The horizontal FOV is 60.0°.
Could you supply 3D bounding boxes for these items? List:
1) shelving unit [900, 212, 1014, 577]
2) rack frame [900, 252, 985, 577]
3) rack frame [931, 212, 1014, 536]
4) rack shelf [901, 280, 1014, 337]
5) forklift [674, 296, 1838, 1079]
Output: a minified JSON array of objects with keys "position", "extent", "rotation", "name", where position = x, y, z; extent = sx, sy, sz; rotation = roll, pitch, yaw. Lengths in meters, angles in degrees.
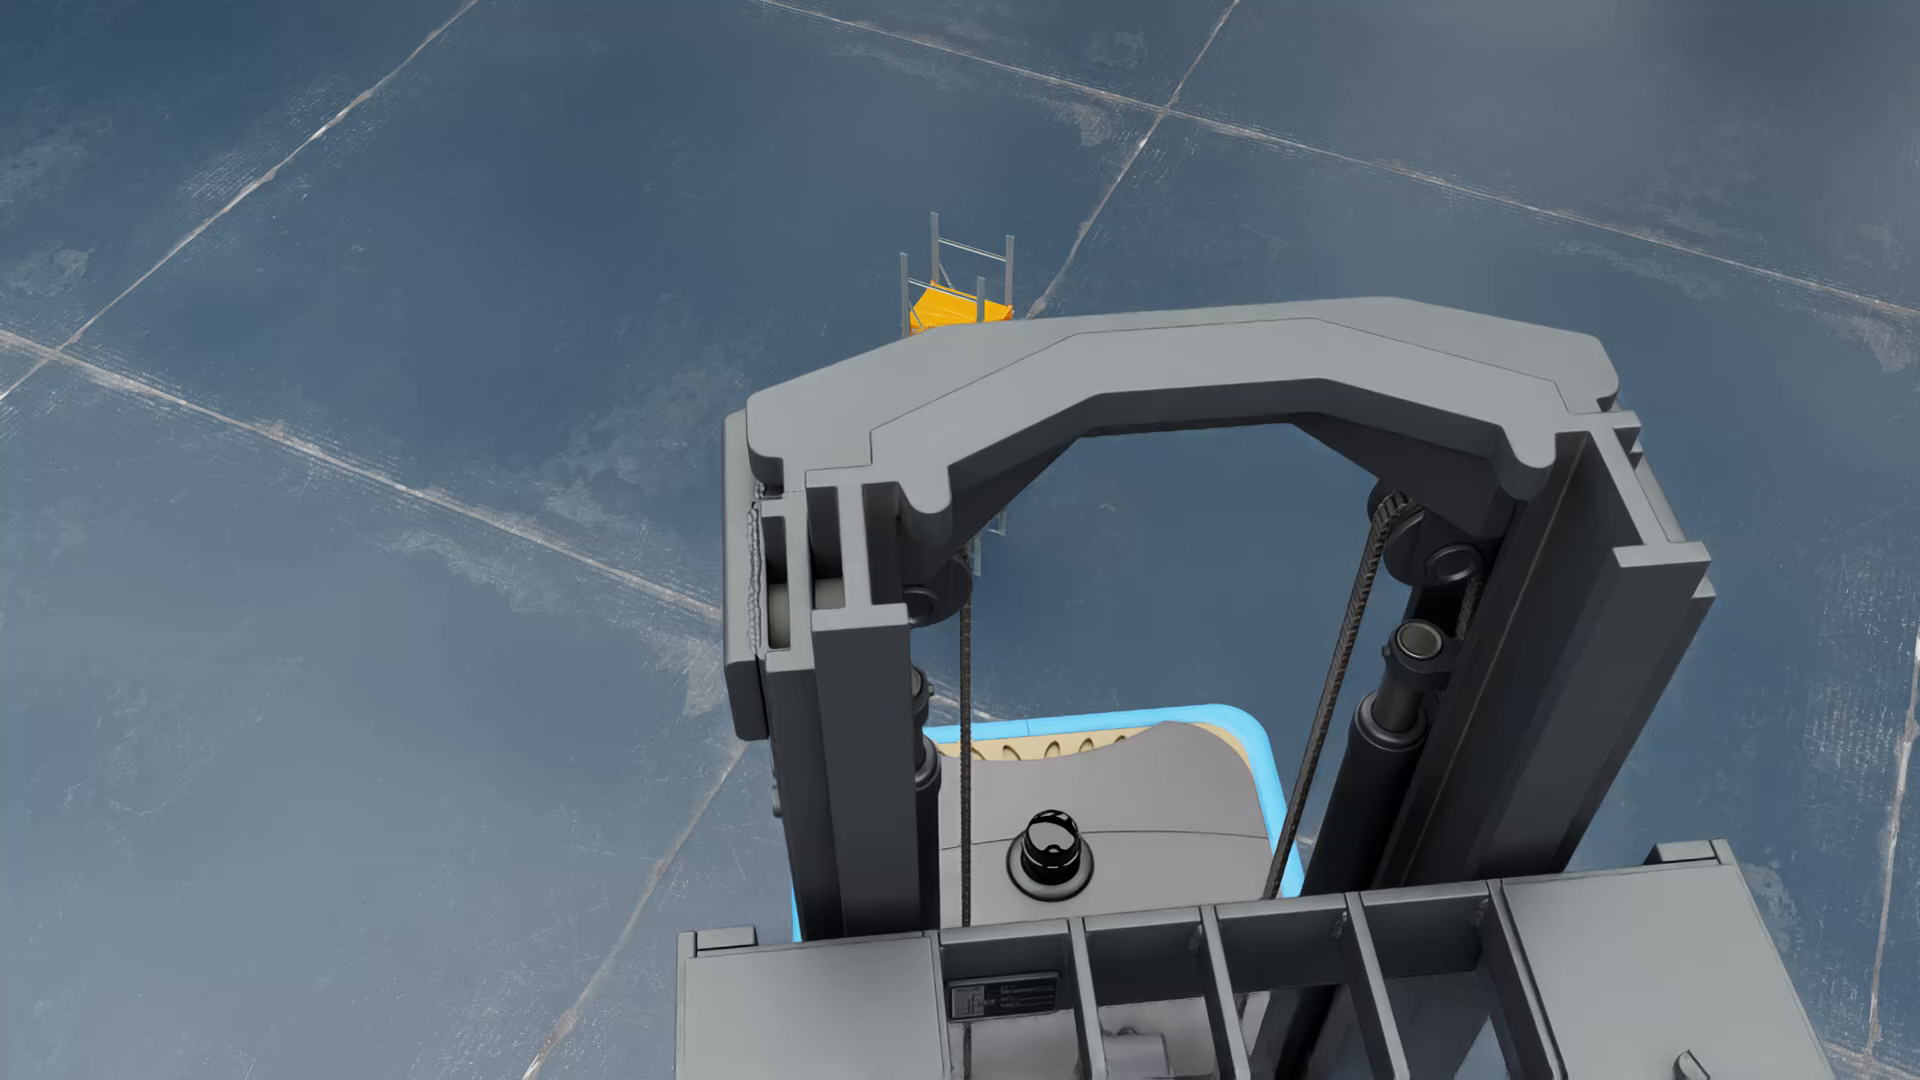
[{"position":[-0.006,-0.379,4.785],"extent":[0.258,1.200,0.189],"rotation":[20,52,16],"name":"shelving unit"},{"position":[-0.045,-0.316,4.731],"extent":[0.240,1.200,0.006],"rotation":[20,52,16],"name":"rack frame"},{"position":[0.033,-0.442,4.838],"extent":[0.240,1.200,0.006],"rotation":[20,52,16],"name":"rack frame"},{"position":[-0.006,-0.583,4.544],"extent":[0.258,0.103,0.180],"rotation":[20,52,16],"name":"rack shelf"},{"position":[0.287,1.246,2.265],"extent":[1.130,2.935,3.031],"rotation":[-4,50,-4],"name":"forklift"}]
